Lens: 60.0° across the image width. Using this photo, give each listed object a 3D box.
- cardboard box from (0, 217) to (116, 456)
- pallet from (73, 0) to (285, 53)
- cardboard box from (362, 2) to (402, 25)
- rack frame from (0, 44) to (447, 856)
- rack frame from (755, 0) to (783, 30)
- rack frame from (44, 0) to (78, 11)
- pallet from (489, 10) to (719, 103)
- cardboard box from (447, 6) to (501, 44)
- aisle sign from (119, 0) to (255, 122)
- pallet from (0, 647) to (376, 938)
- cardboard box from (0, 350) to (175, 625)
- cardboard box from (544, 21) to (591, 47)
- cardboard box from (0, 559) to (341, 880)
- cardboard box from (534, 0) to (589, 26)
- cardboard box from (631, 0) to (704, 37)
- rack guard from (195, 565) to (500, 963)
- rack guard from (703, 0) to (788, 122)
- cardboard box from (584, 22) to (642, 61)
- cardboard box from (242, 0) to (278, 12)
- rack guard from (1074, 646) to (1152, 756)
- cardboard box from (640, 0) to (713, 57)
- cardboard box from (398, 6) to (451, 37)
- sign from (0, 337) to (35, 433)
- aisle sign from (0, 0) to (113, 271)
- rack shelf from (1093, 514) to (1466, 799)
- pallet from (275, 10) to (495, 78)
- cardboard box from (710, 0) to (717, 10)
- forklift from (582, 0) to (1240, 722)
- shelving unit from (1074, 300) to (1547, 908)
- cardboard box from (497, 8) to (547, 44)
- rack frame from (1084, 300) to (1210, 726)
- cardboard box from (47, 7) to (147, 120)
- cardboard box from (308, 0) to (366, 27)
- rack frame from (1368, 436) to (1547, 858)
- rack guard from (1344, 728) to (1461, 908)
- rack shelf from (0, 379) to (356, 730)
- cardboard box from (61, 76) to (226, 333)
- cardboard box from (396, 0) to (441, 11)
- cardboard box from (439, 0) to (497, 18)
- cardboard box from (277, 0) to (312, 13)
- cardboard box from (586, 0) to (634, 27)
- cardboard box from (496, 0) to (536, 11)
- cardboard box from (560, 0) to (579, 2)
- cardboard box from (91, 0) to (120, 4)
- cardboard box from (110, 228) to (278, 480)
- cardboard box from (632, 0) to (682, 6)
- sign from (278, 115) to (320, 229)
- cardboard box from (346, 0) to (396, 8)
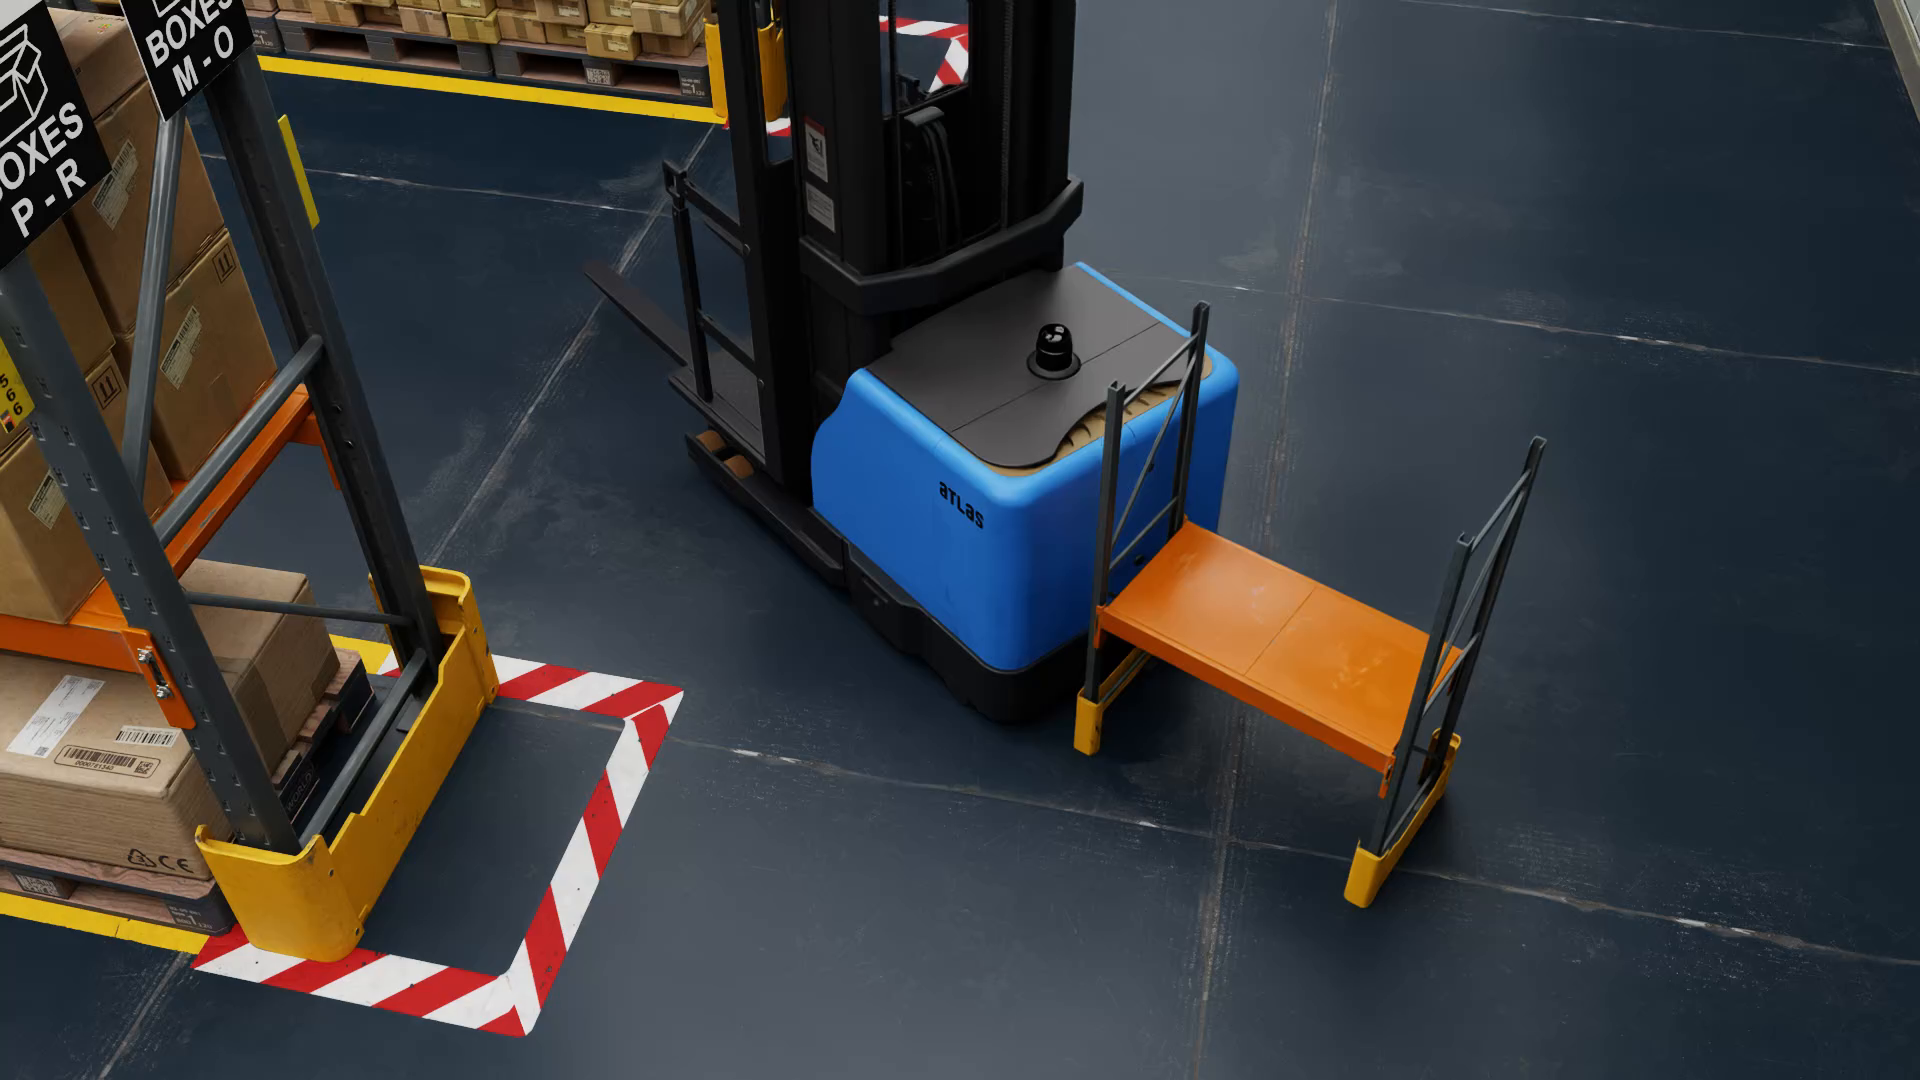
[{"bbox_3d":[-2.412,-0.548,3.863,0.500,0.500,0.500,10,45,10],"label":"cardboard box"},{"bbox_3d":[-4.148,-3.128,9.348,1.213,0.211,1.003,9,45,9],"label":"pallet"},{"bbox_3d":[-2.978,-2.905,8.859,0.250,0.149,0.380,10,45,10],"label":"cardboard box"},{"bbox_3d":[-1.890,-0.240,4.336,0.127,3.000,1.000,9,45,9],"label":"rack frame"},{"bbox_3d":[-0.908,-3.605,7.833,0.127,3.000,1.000,9,45,9],"label":"rack frame"},{"bbox_3d":[-4.811,-4.211,8.462,0.127,3.000,1.000,9,45,9],"label":"rack frame"},{"bbox_3d":[-1.767,-2.759,8.964,1.213,0.211,1.003,9,45,9],"label":"pallet"},{"bbox_3d":[-2.485,-2.761,8.709,0.250,0.149,0.380,7,44,7],"label":"cardboard box"},{"bbox_3d":[-1.756,-1.362,3.627,0.004,0.787,0.394,9,45,9],"label":"aisle sign"},{"bbox_3d":[-2.687,0.697,5.374,1.213,0.211,1.003,9,45,9],"label":"pallet"},{"bbox_3d":[-2.419,-0.170,4.191,0.500,0.500,0.500,9,45,9],"label":"cardboard box"},{"bbox_3d":[-1.979,-2.737,8.683,0.250,0.149,0.380,9,45,9],"label":"cardboard box"},{"bbox_3d":[-2.556,0.500,5.113,0.875,0.438,0.875,7,44,8],"label":"cardboard box"},{"bbox_3d":[-1.993,-2.801,8.535,0.250,0.149,0.380,7,44,7],"label":"cardboard box"},{"bbox_3d":[-1.485,-2.723,8.455,0.250,0.149,0.380,8,44,8],"label":"cardboard box"},{"bbox_3d":[-1.867,0.664,5.199,0.348,0.500,1.175,9,45,9],"label":"rack guard"},{"bbox_3d":[-0.982,-2.716,8.711,0.348,0.500,1.175,9,45,9],"label":"rack guard"},{"bbox_3d":[-1.740,-2.638,8.581,0.250,0.149,0.380,10,45,10],"label":"cardboard box"},{"bbox_3d":[-3.754,-3.015,8.972,0.250,0.149,0.380,8,44,8],"label":"cardboard box"},{"bbox_3d":[0.578,0.450,5.602,0.087,0.250,0.587,27,50,25],"label":"rack guard"},{"bbox_3d":[-1.467,-2.668,8.612,0.250,0.149,0.380,10,45,10],"label":"cardboard box"},{"bbox_3d":[-2.748,-2.816,8.766,0.250,0.149,0.380,10,45,10],"label":"cardboard box"},{"bbox_3d":[-2.022,-0.377,3.473,0.005,0.325,0.100,9,45,9],"label":"sign"},{"bbox_3d":[-1.887,-0.956,3.206,0.004,0.787,0.394,9,45,9],"label":"aisle sign"},{"bbox_3d":[0.971,0.331,5.084,1.000,0.185,0.538,27,50,25],"label":"rack shelf"},{"bbox_3d":[-2.954,-2.945,9.158,1.213,0.211,1.003,9,45,9],"label":"pallet"},{"bbox_3d":[-1.349,-3.025,8.983,0.250,0.149,0.380,10,45,10],"label":"cardboard box"},{"bbox_3d":[-0.412,-1.413,5.605,1.130,2.935,3.031,-30,51,-27],"label":"forklift"},{"bbox_3d":[0.978,0.205,4.956,1.083,1.500,0.587,27,50,25],"label":"shelving unit"},{"bbox_3d":[-2.223,-2.765,8.713,0.250,0.149,0.380,9,45,9],"label":"cardboard box"},{"bbox_3d":[0.562,-0.009,5.177,0.032,1.500,0.500,27,50,25],"label":"rack frame"},{"bbox_3d":[-2.176,-1.111,3.980,0.250,0.149,0.380,10,45,10],"label":"cardboard box"},{"bbox_3d":[-3.251,-2.893,8.846,0.250,0.149,0.380,8,44,8],"label":"cardboard box"},{"bbox_3d":[1.380,0.411,4.742,0.032,1.500,0.500,27,50,25],"label":"rack frame"},{"bbox_3d":[1.379,0.860,5.176,0.087,0.250,0.587,27,50,25],"label":"rack guard"},{"bbox_3d":[-3.842,-0.284,4.900,4.000,0.370,1.077,9,45,9],"label":"rack shelf"},{"bbox_3d":[-2.296,-0.902,4.231,0.500,0.500,0.500,8,44,8],"label":"cardboard box"},{"bbox_3d":[-2.747,-2.922,8.661,0.250,0.149,0.380,11,45,11],"label":"cardboard box"},{"bbox_3d":[-2.501,-2.870,8.608,0.250,0.149,0.380,9,45,10],"label":"cardboard box"},{"bbox_3d":[-3.484,-2.998,8.955,0.250,0.149,0.380,7,44,7],"label":"cardboard box"},{"bbox_3d":[-1.728,-2.799,8.534,0.250,0.149,0.380,8,44,8],"label":"cardboard box"},{"bbox_3d":[-2.232,-2.911,8.650,0.250,0.149,0.380,8,45,9],"label":"cardboard box"},{"bbox_3d":[-1.993,-2.883,8.406,0.250,0.149,0.380,8,44,8],"label":"cardboard box"},{"bbox_3d":[-4.526,-3.063,9.022,0.250,0.149,0.380,7,44,7],"label":"cardboard box"},{"bbox_3d":[-2.296,-0.543,4.579,0.500,0.500,0.500,9,45,9],"label":"cardboard box"},{"bbox_3d":[-1.480,-2.852,8.374,0.250,0.149,0.380,9,45,10],"label":"cardboard box"},{"bbox_3d":[-1.763,-0.955,4.398,0.005,0.325,0.100,9,45,9],"label":"sign"},{"bbox_3d":[-3.022,-2.945,8.685,0.250,0.149,0.380,9,45,9],"label":"cardboard box"}]
